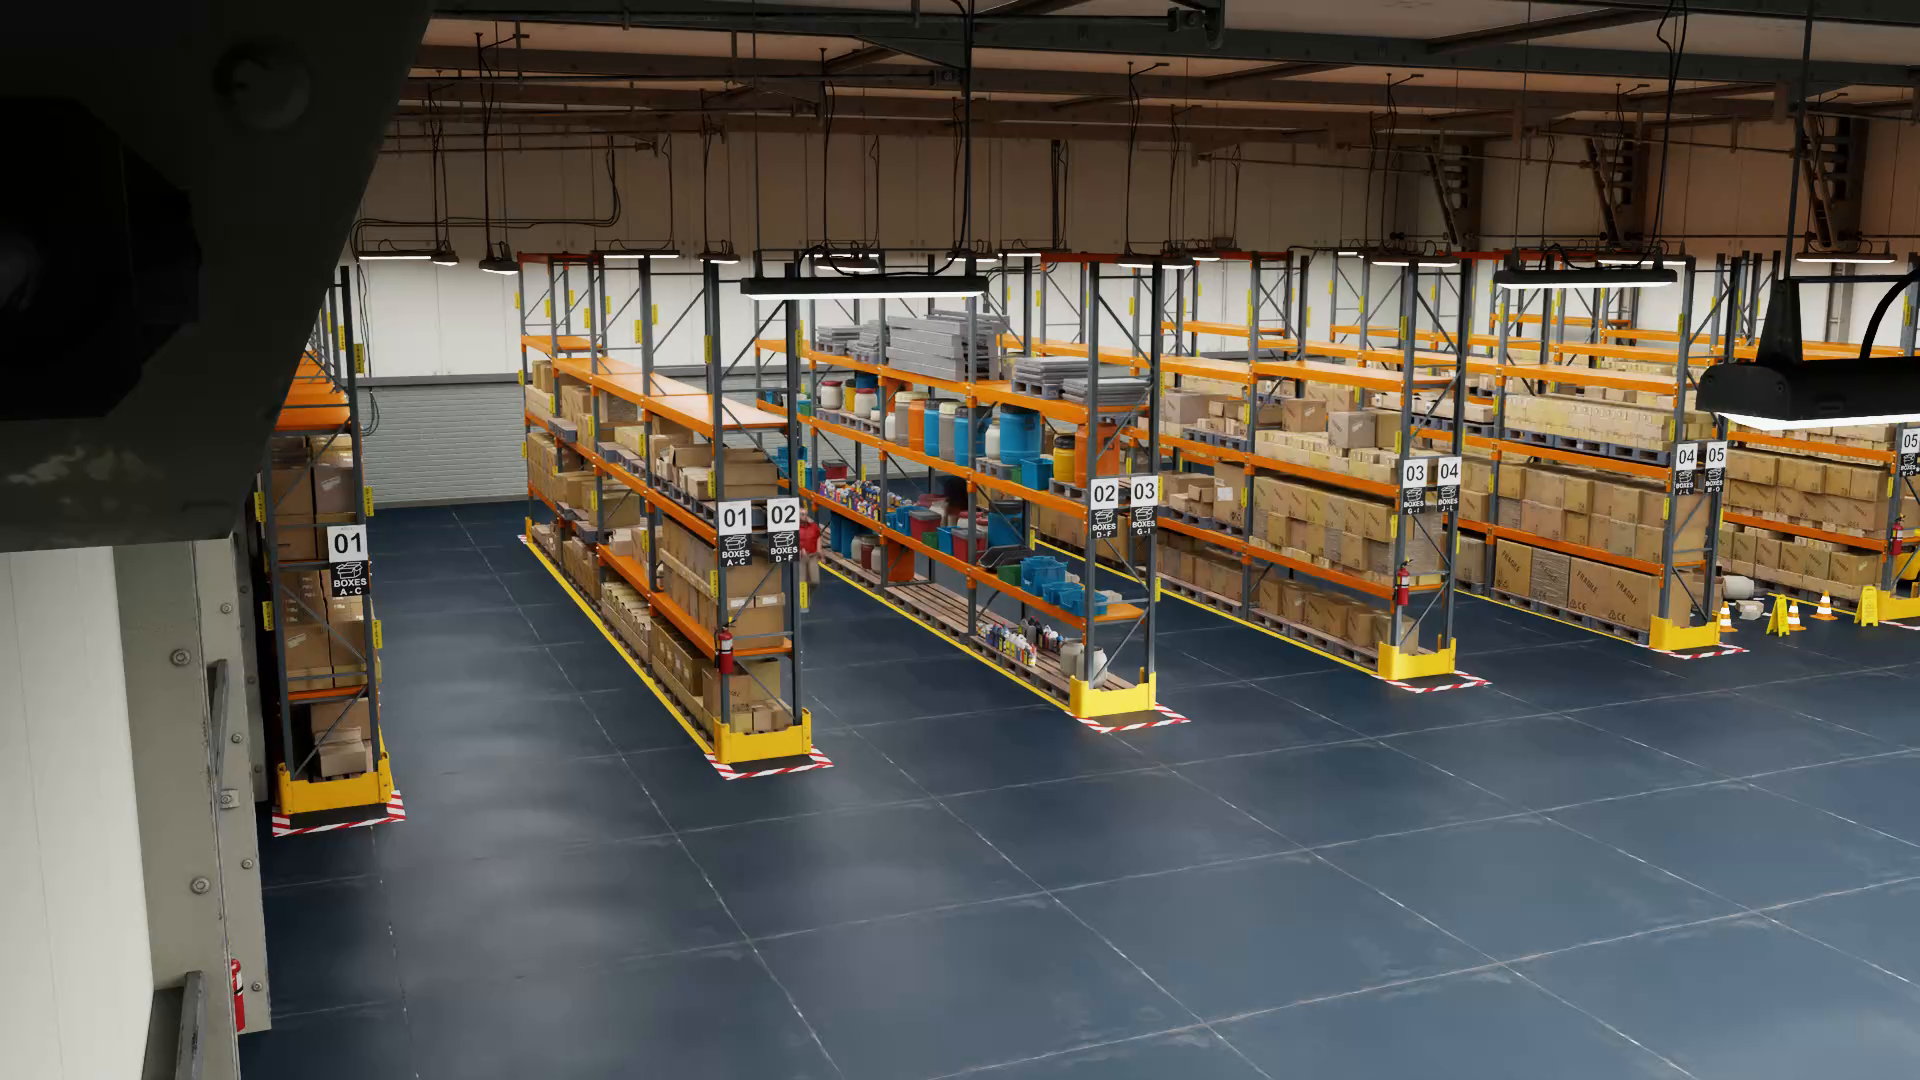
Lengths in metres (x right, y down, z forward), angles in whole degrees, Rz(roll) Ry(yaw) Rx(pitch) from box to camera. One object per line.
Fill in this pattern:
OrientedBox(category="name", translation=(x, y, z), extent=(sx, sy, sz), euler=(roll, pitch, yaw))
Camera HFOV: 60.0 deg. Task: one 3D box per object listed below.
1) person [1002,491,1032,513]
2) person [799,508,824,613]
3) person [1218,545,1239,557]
OrientedBox(category="person", translation=(1.197, -0.494, 32.845), extent=(0.644, 1.730, 0.928), euler=(-5, 12, -26))
OrientedBox(category="person", translation=(-2.485, 0.337, 26.922), extent=(0.658, 1.701, 0.558), euler=(-5, 11, -23))
OrientedBox(category="person", translation=(5.239, -0.245, 32.060), extent=(0.575, 1.604, 0.735), euler=(-6, 12, -30))
